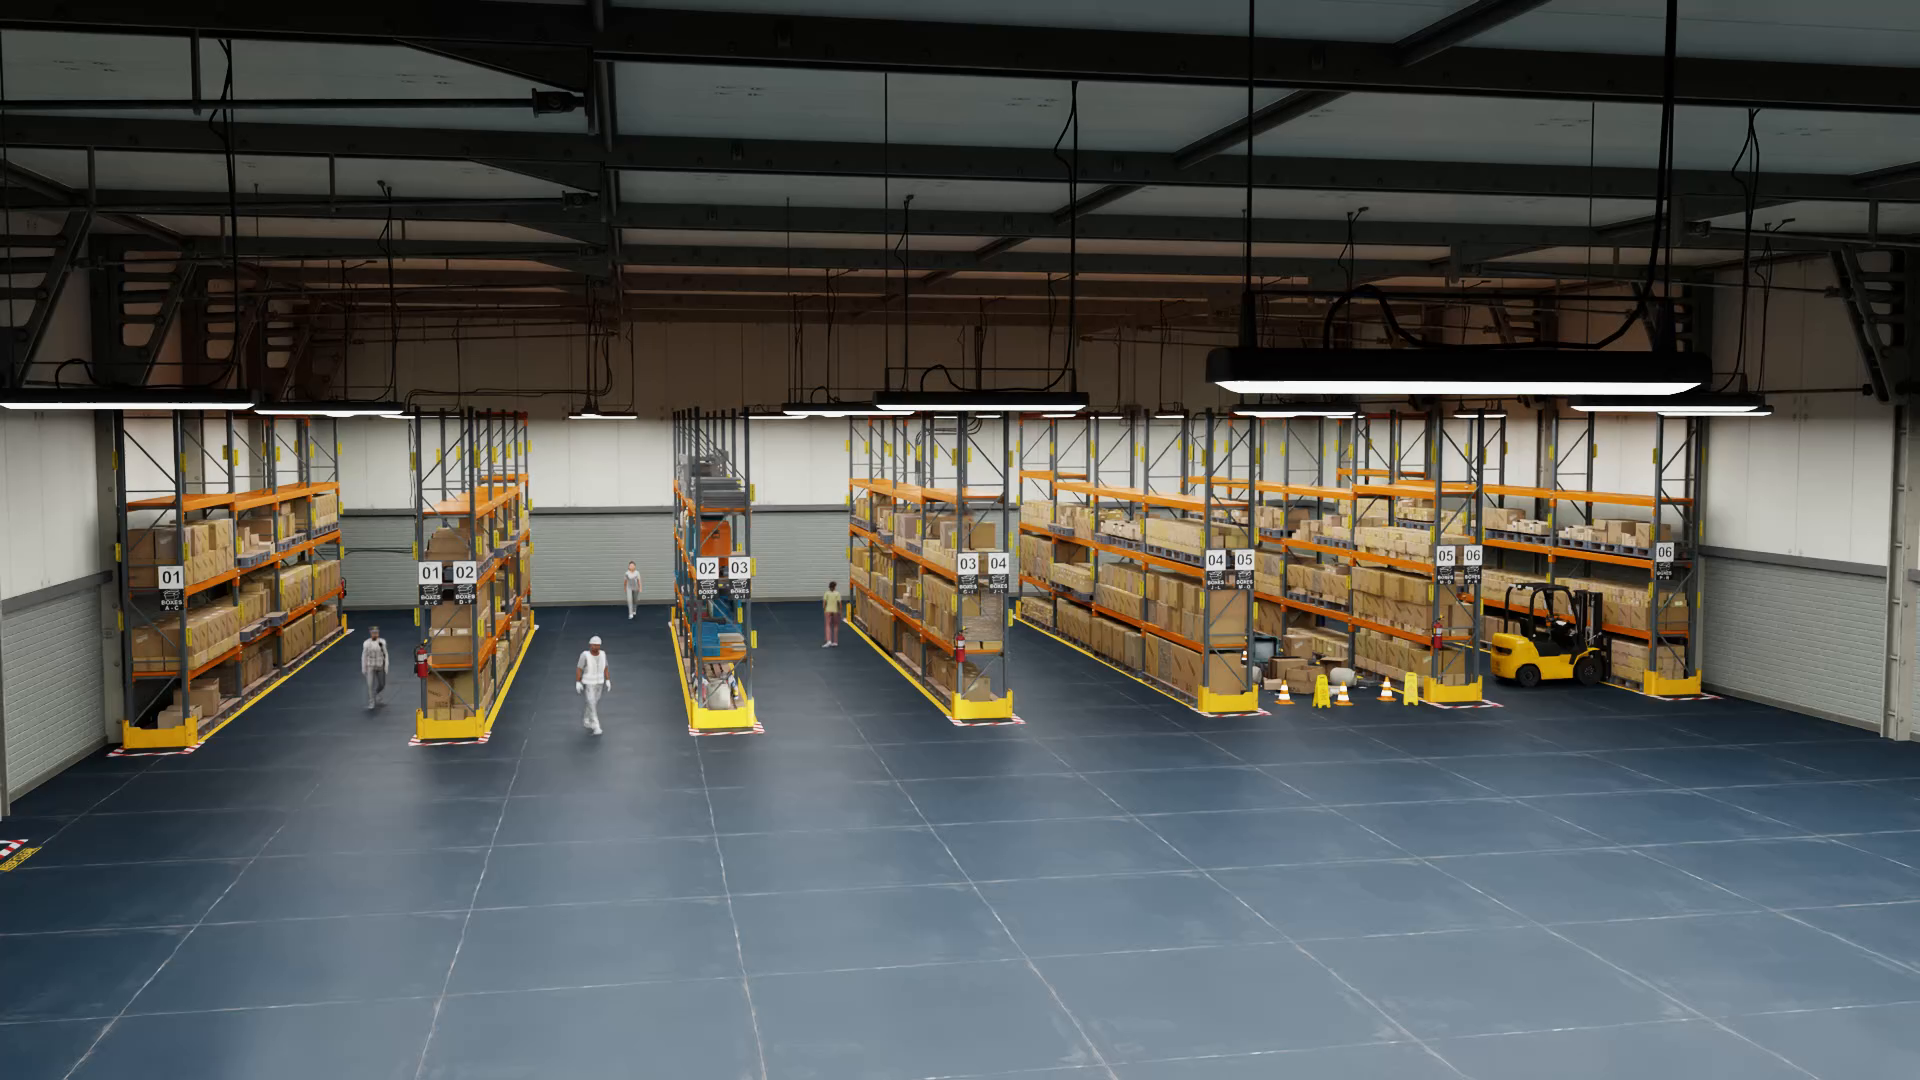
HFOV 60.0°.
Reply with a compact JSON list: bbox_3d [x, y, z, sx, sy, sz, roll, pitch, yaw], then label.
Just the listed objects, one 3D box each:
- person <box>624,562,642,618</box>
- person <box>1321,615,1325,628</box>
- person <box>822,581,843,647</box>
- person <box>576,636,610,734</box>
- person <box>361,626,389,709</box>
[{"bbox_3d":[-9.569,1.445,48.606,0.496,1.609,1.058,-1,4,-14],"label":"person"},{"bbox_3d":[9.871,1.669,45.837,0.529,1.669,0.392,-3,5,-39],"label":"person"},{"bbox_3d":[-3.250,1.902,42.432,0.505,1.671,0.583,0,4,0],"label":"person"},{"bbox_3d":[-6.732,2.646,30.679,0.944,1.733,0.576,4,5,42],"label":"person"},{"bbox_3d":[-11.746,2.526,33.387,0.516,1.633,0.929,-2,5,-26],"label":"person"}]
